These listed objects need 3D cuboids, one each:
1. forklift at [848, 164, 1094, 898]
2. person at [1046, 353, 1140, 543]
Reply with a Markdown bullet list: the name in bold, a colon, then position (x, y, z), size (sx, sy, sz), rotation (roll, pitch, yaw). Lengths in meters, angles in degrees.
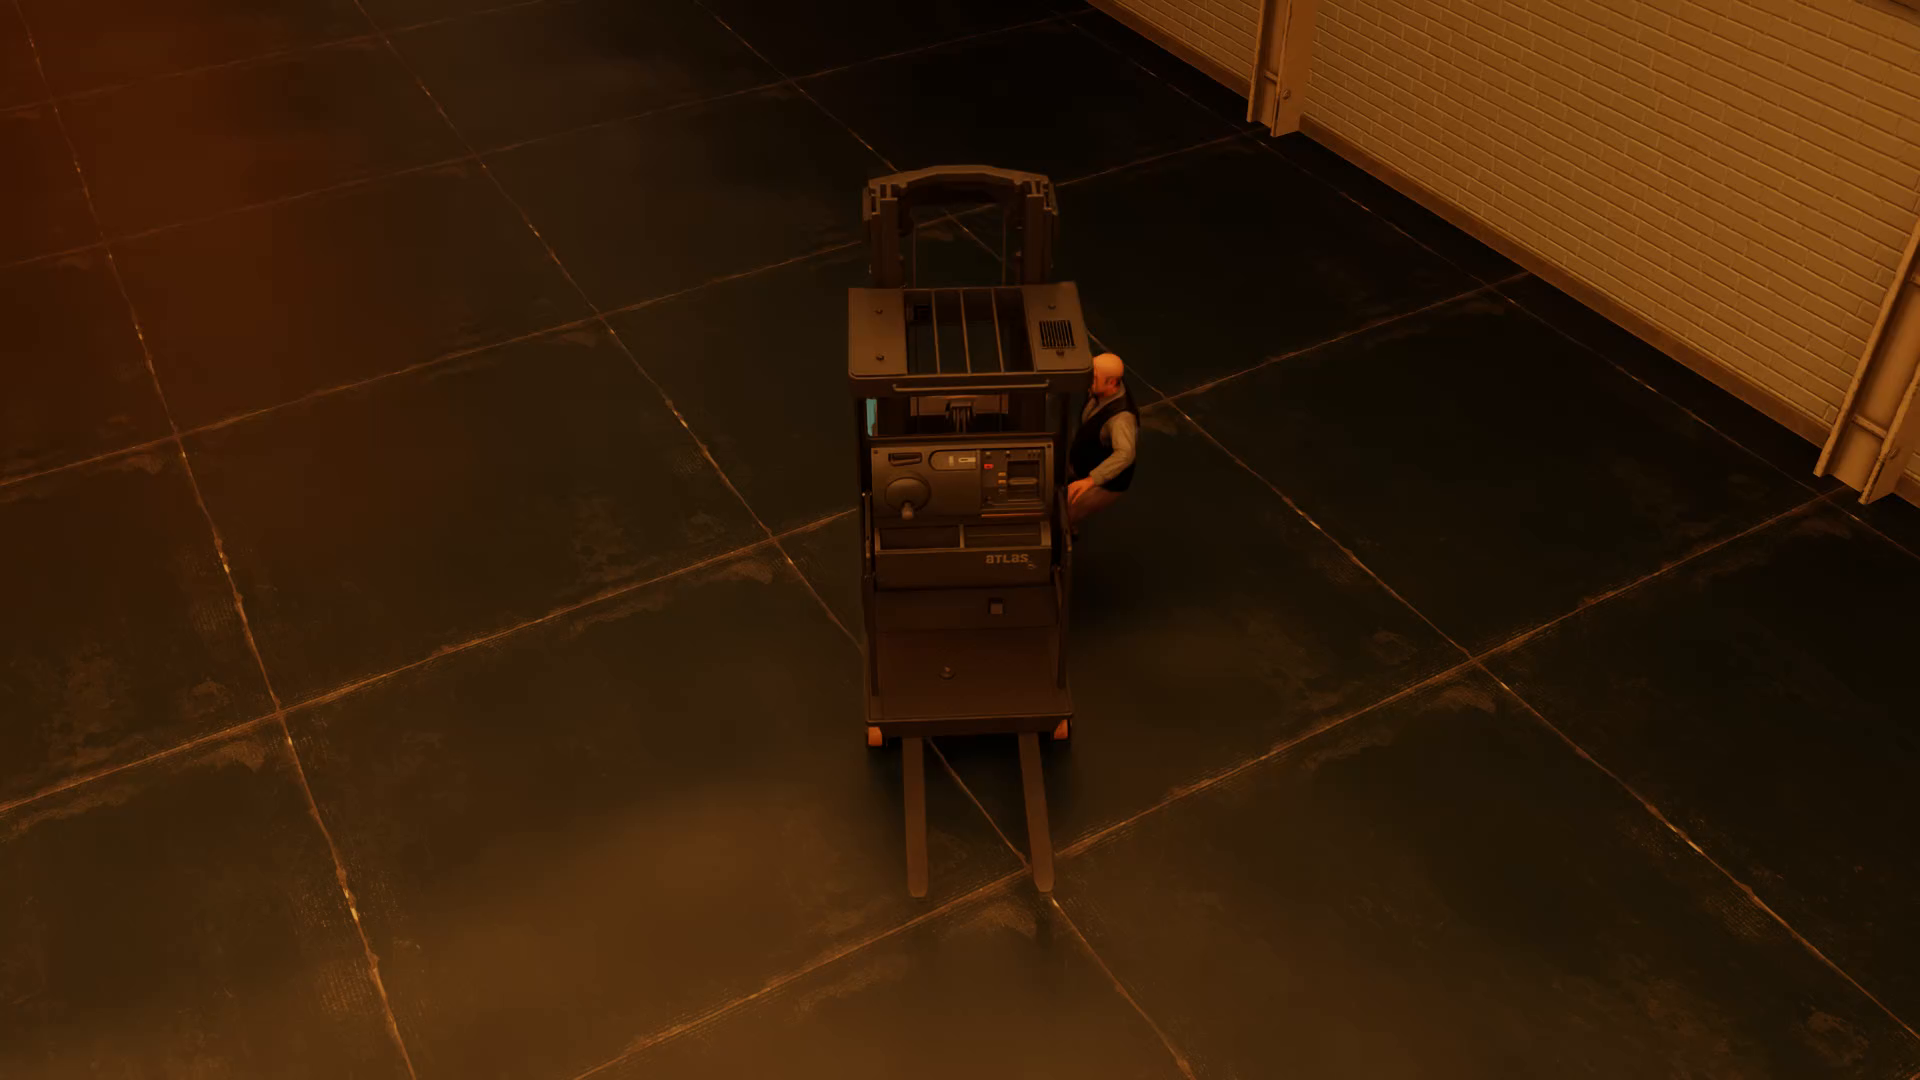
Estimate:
- **forklift**: position (0.028, -0.229, 8.312), size (1.130, 2.935, 3.031), rotation (-2, 40, -2)
- **person**: position (0.608, -0.399, 9.622), size (0.850, 1.533, 1.074), rotation (-11, 41, -12)
